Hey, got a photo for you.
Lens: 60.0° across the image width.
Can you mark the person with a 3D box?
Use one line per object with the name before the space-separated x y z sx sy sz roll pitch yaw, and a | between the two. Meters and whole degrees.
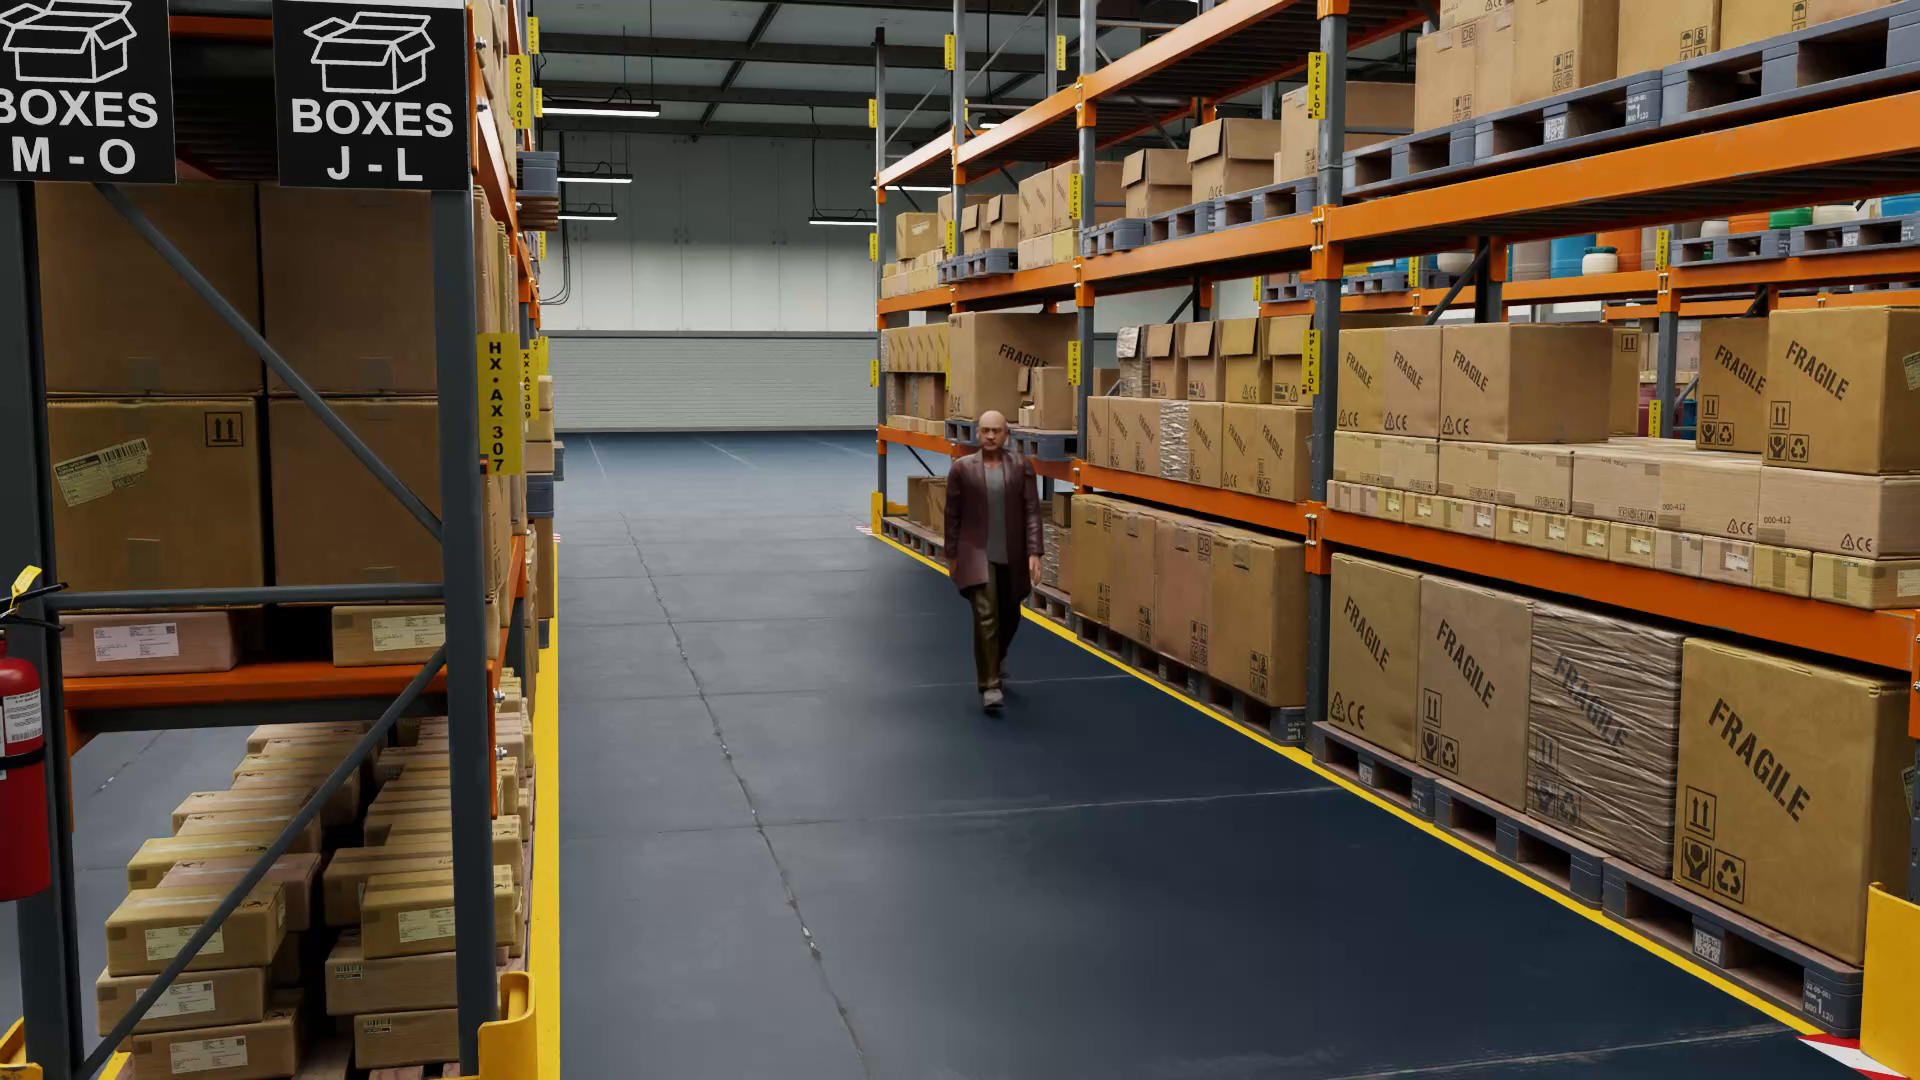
person | 0.195 0.090 10.016 0.576 1.733 1.132 -1 6 -10
